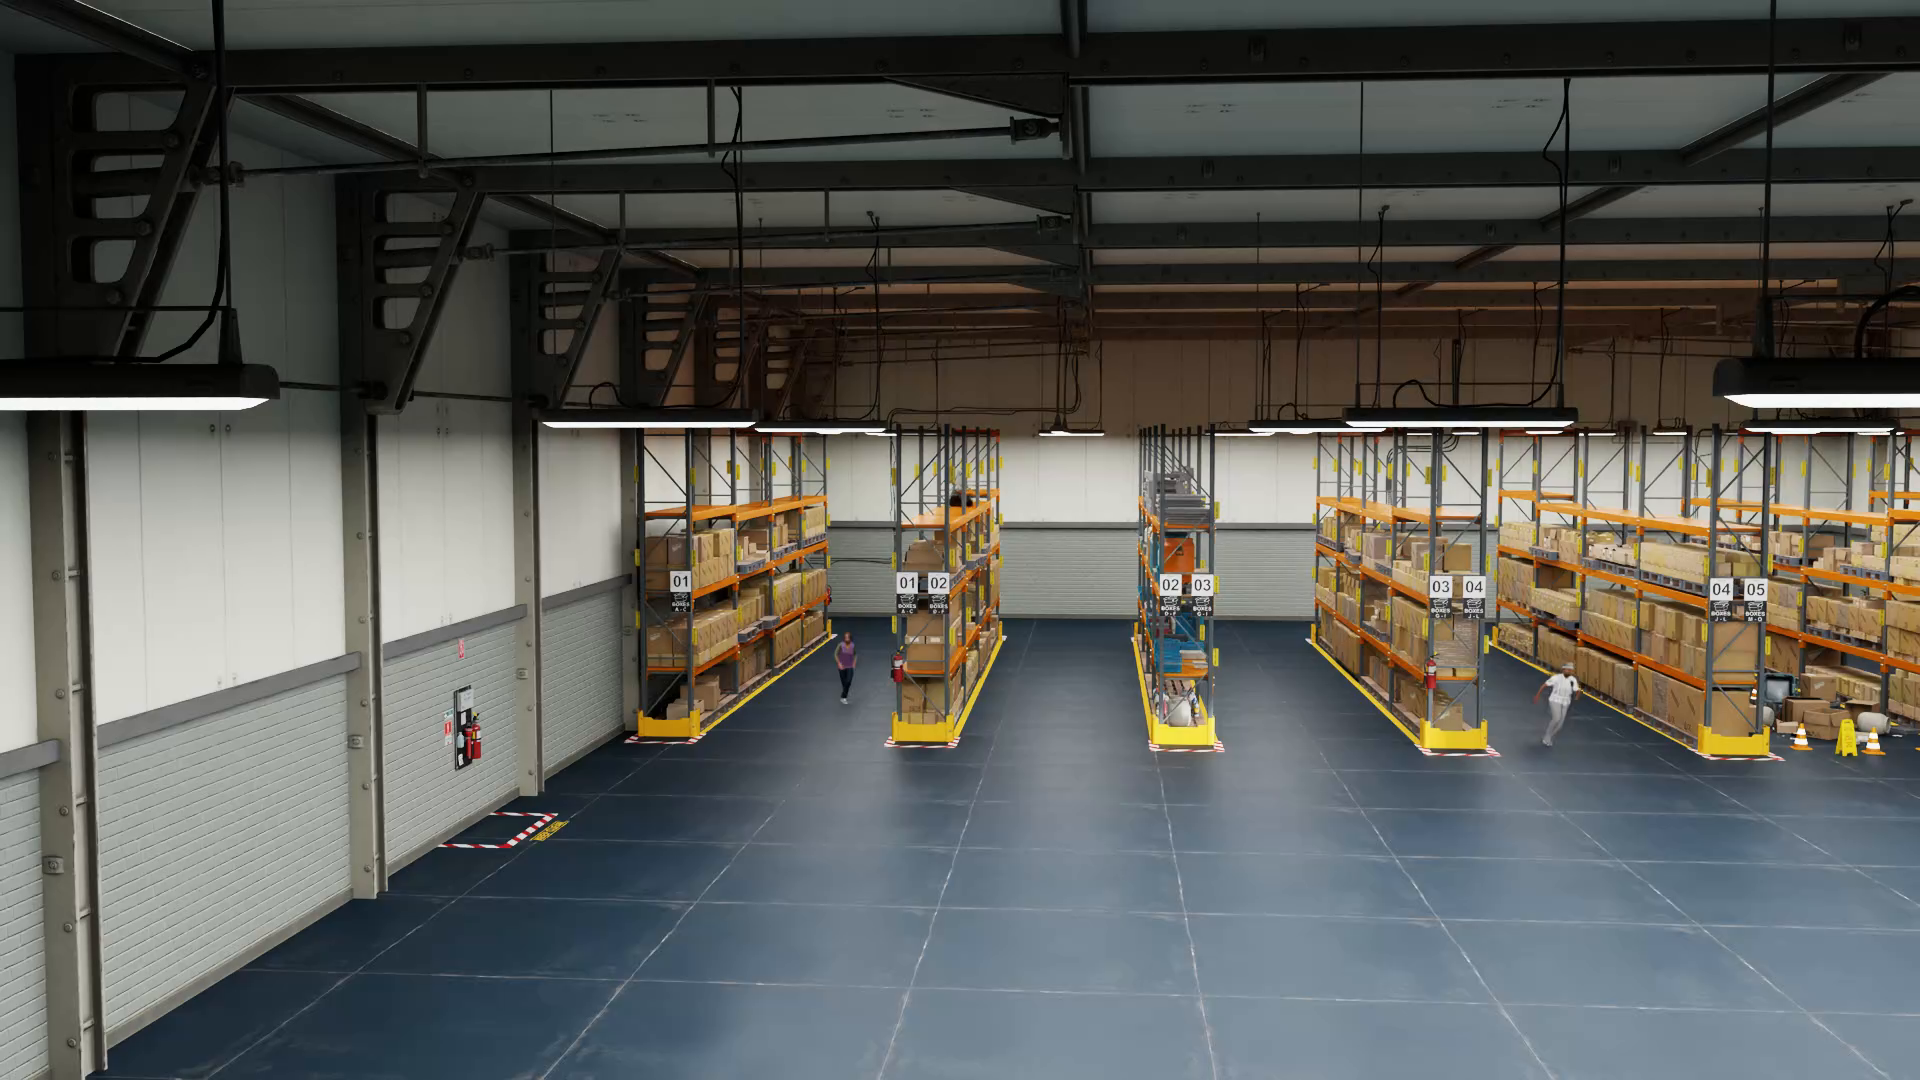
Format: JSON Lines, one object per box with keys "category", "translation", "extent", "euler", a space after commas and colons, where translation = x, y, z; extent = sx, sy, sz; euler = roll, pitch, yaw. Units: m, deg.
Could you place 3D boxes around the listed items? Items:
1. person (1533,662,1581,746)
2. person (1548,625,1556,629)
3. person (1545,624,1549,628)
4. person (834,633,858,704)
{"category": "person", "translation": [11.188, 3.057, 30.955], "extent": [0.763, 1.578, 0.648], "euler": [-1, 4, -13]}
{"category": "person", "translation": [16.743, 2.094, 46.654], "extent": [0.689, 1.646, 0.610], "euler": [3, 5, 41]}
{"category": "person", "translation": [16.594, 2.022, 47.378], "extent": [0.840, 1.712, 0.579], "euler": [0, 3, -6]}
{"category": "person", "translation": [-2.480, 2.767, 36.115], "extent": [0.534, 1.555, 0.540], "euler": [-1, 4, -9]}
